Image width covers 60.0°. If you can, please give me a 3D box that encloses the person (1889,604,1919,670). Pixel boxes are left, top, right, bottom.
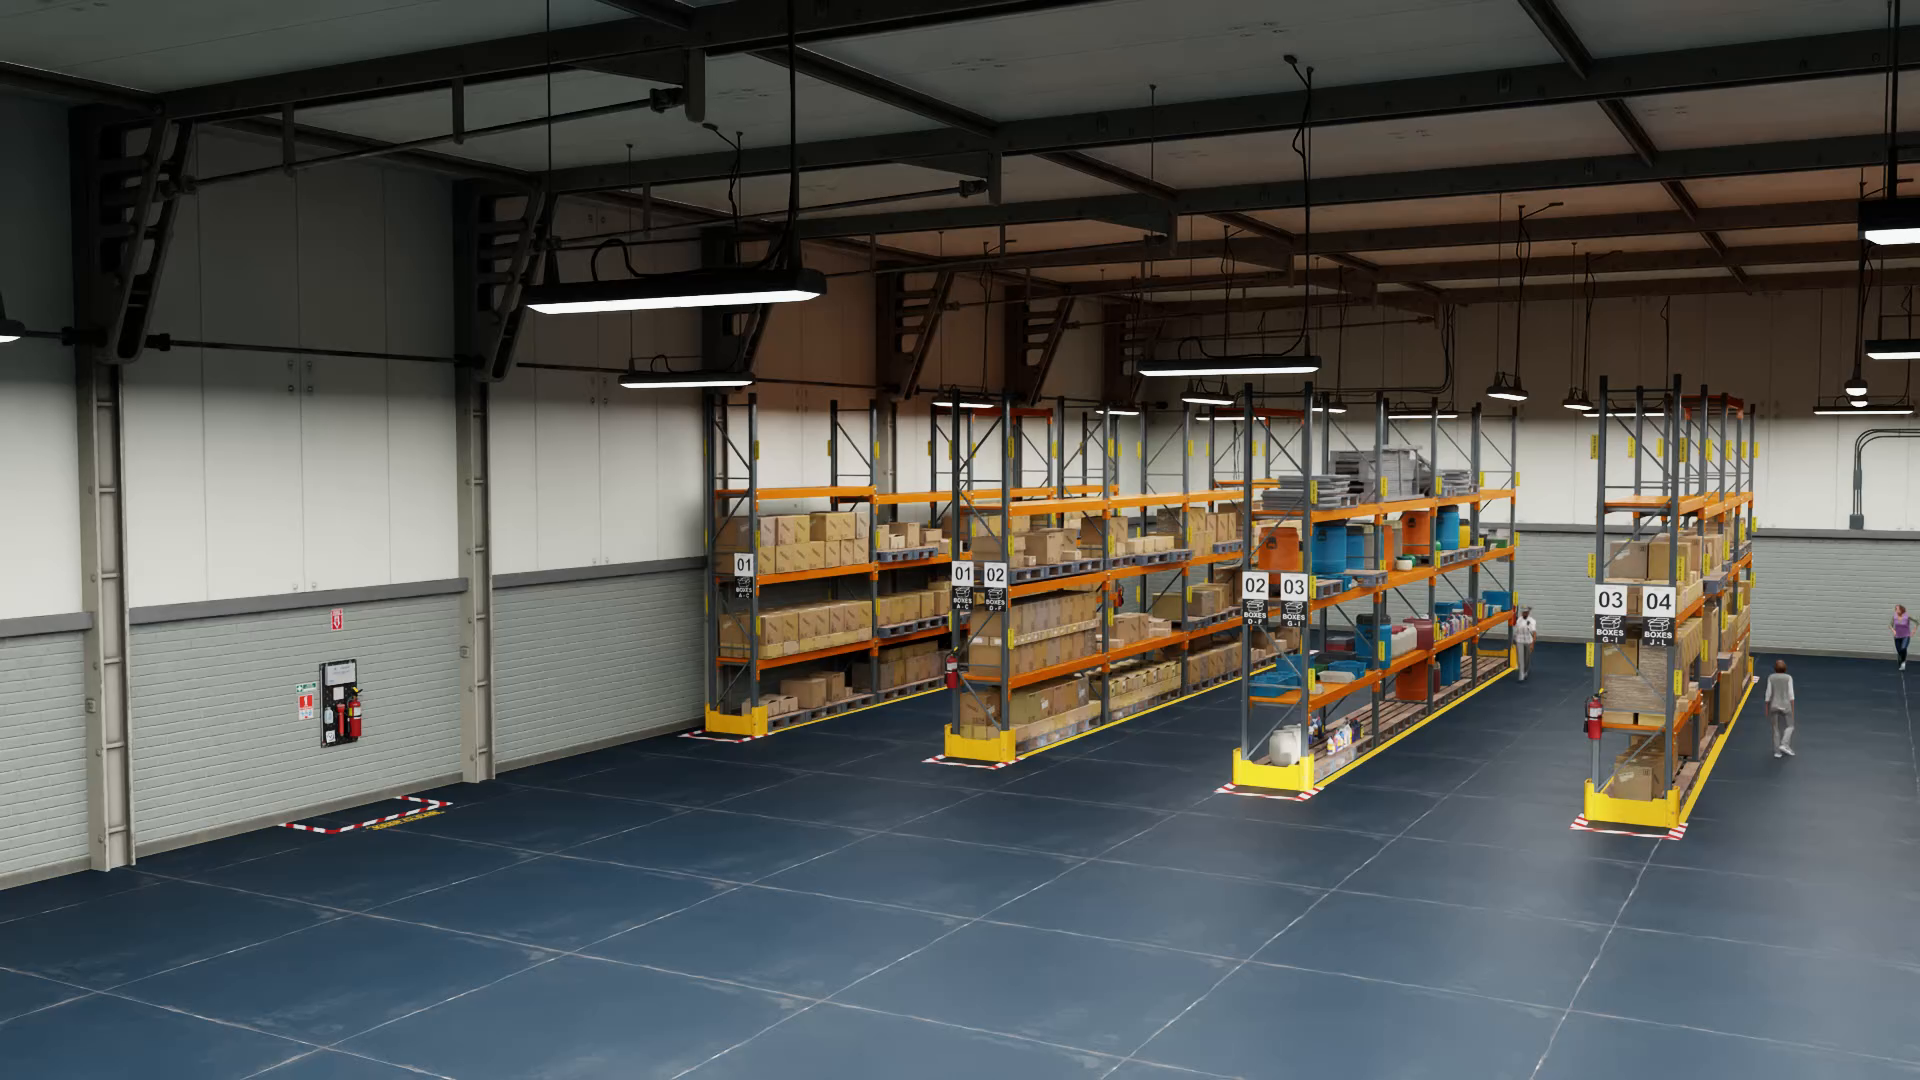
[{"bbox_3d":[21.347,2.196,37.606,0.590,1.513,0.787,2,4,39],"label":"person"}]

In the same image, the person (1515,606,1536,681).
[{"bbox_3d":[12.283,2.222,36.113,0.423,1.617,1.058,1,3,13],"label":"person"}]

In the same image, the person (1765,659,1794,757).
[{"bbox_3d":[13.341,2.753,27.044,0.463,1.582,0.471,2,4,31],"label":"person"}]
